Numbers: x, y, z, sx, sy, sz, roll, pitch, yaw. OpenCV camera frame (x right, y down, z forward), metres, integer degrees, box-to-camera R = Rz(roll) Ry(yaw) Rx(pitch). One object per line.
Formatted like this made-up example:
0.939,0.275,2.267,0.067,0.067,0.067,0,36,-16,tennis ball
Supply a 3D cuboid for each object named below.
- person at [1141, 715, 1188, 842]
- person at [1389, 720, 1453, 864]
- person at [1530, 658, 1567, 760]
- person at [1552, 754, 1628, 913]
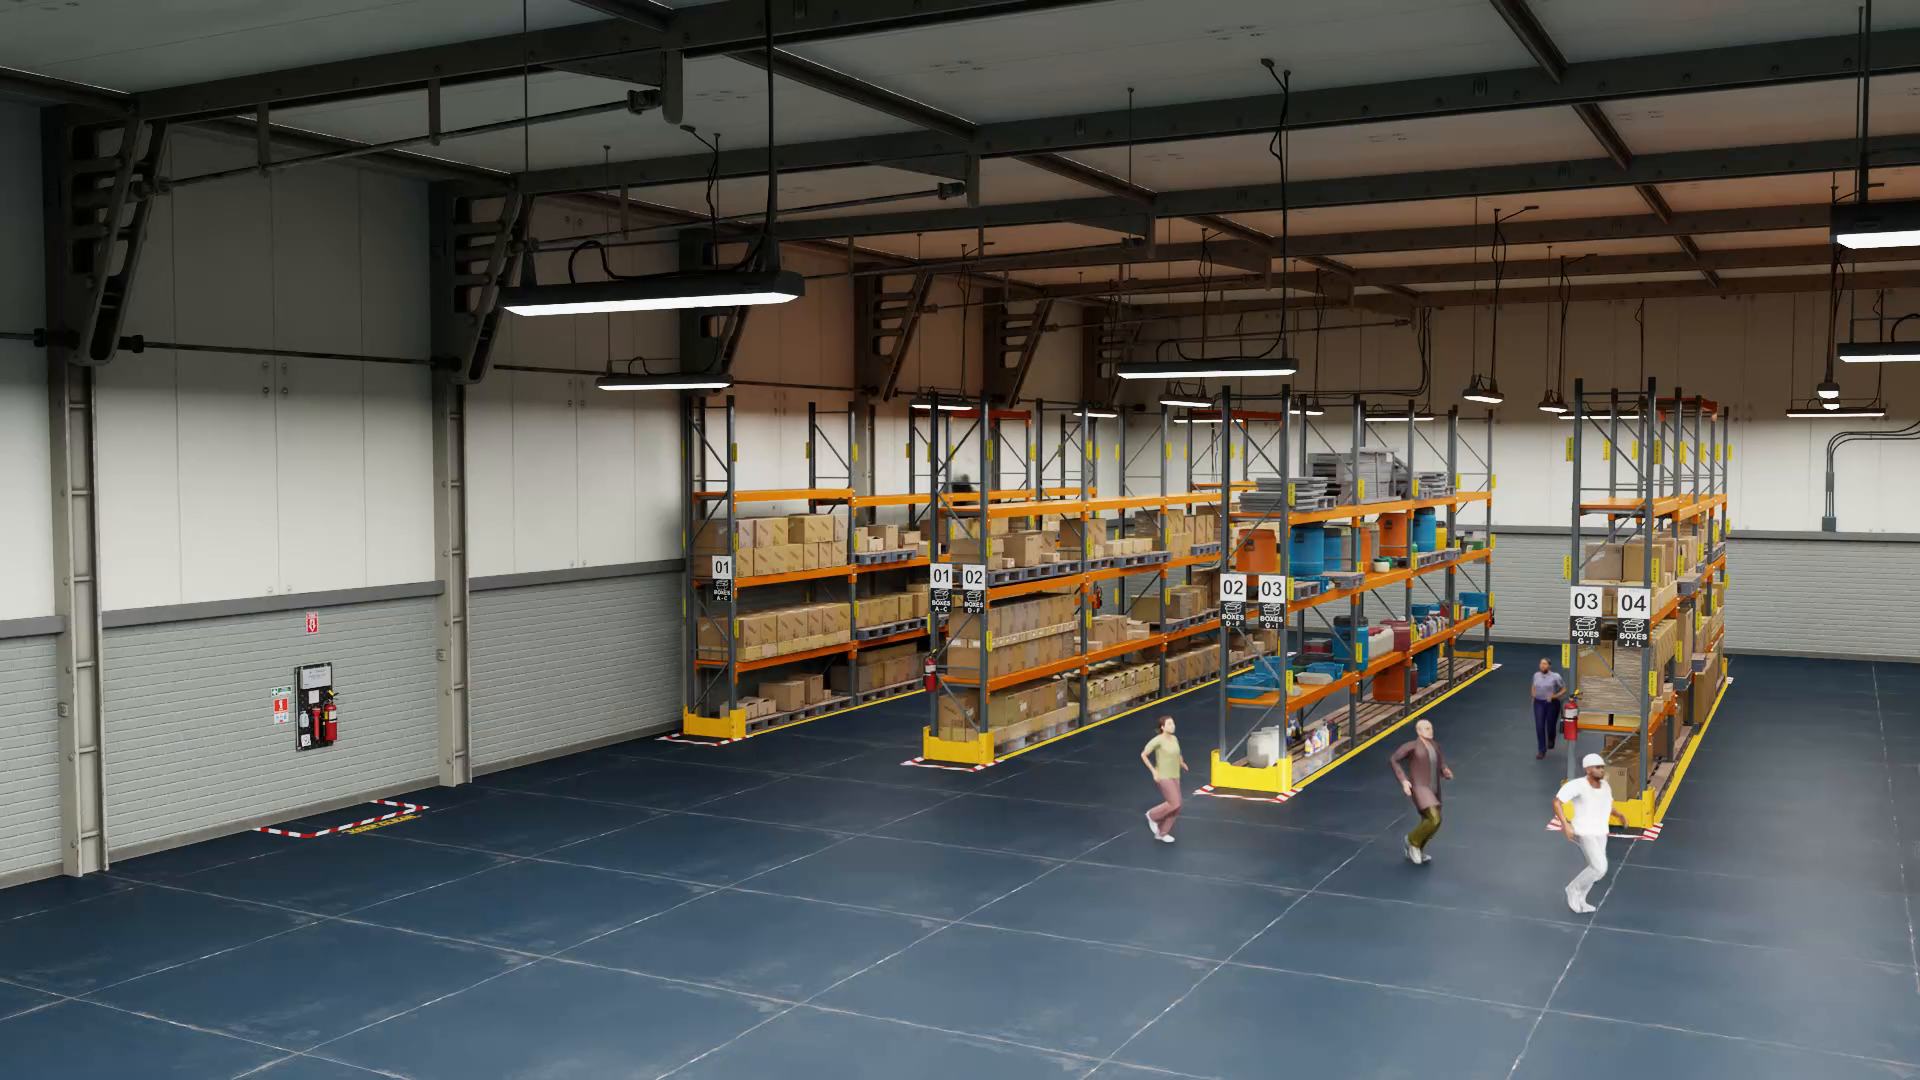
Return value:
2.673,3.063,21.351,0.575,1.627,0.540,-3,4,-42,person
5.661,3.054,20.138,0.693,1.741,0.695,-2,4,-34,person
9.668,2.759,27.373,0.601,1.648,0.776,2,4,32,person
6.863,3.179,17.988,0.704,1.730,0.612,-2,3,-31,person
